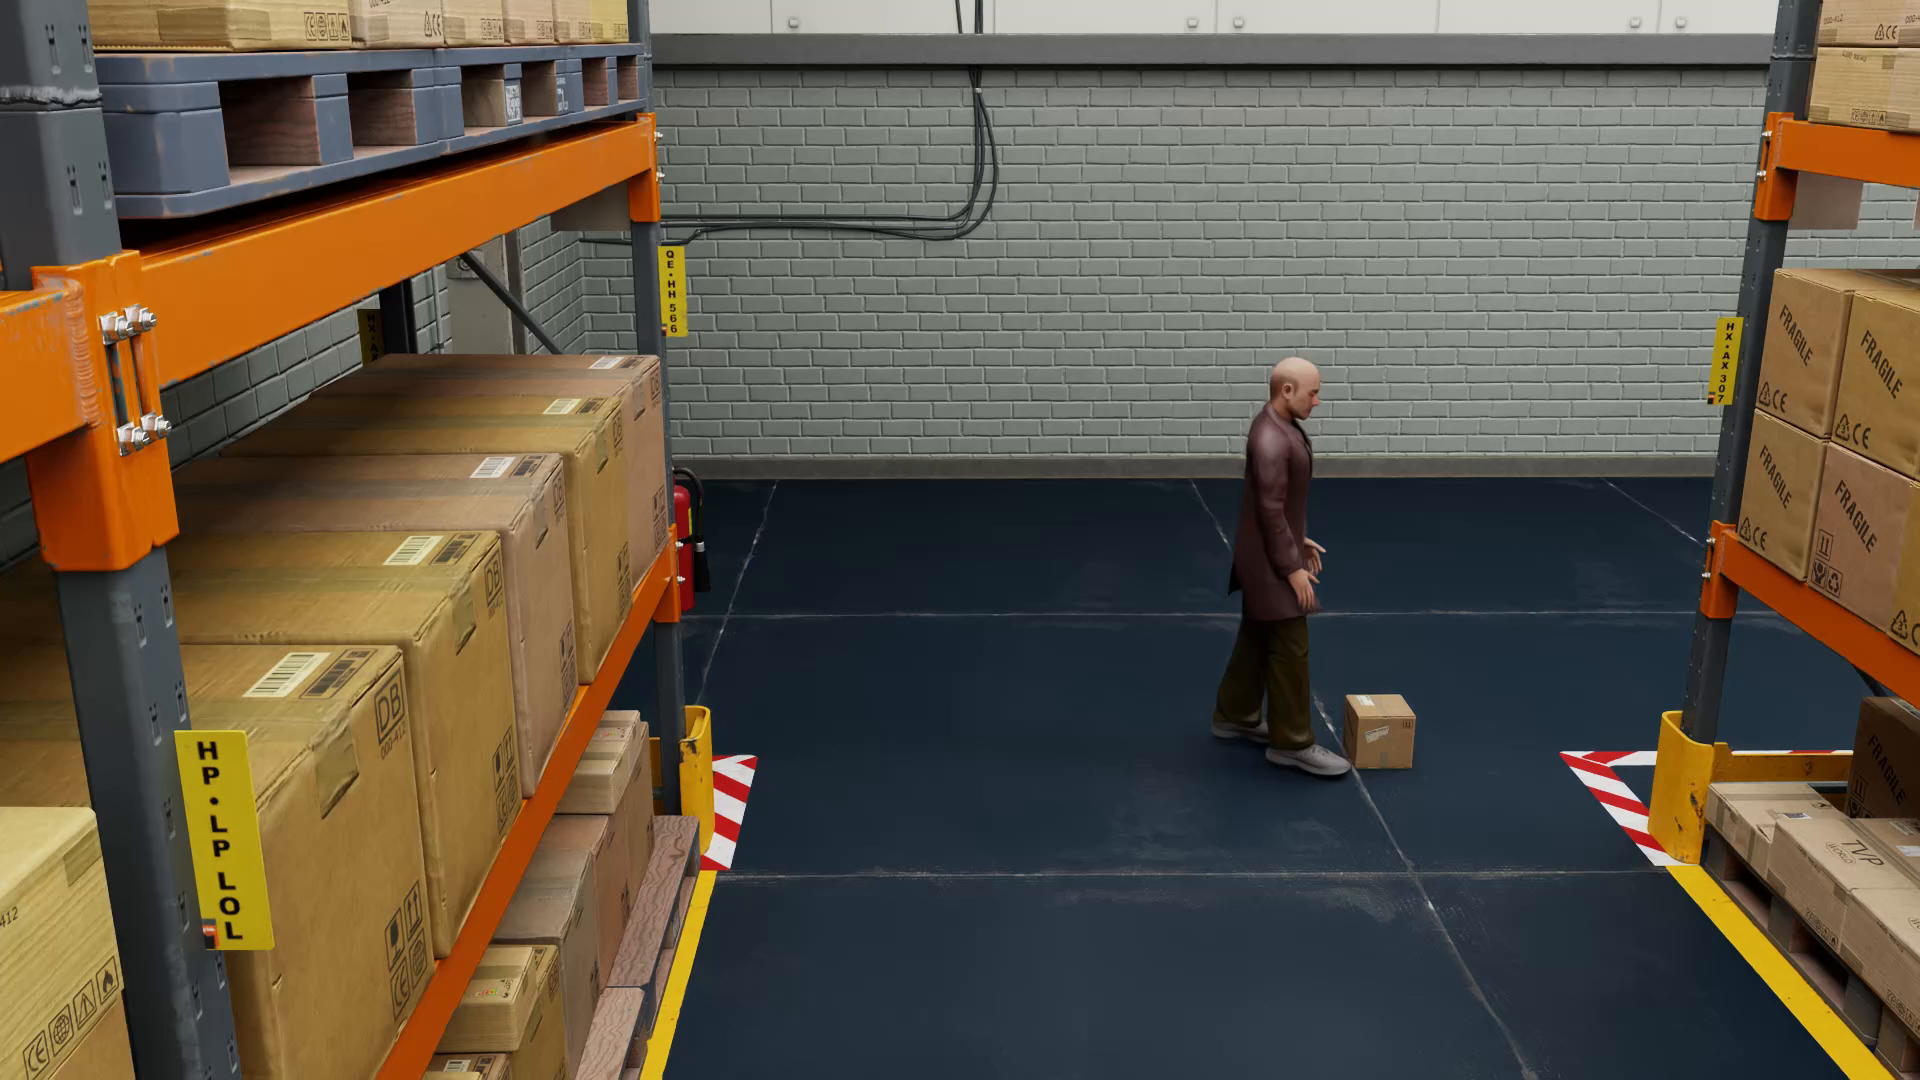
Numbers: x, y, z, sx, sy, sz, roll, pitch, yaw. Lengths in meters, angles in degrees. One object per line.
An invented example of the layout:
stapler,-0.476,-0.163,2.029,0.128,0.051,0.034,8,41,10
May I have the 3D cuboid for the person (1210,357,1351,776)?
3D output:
person,1.432,0.091,7.215,0.624,1.777,0.594,4,17,12
